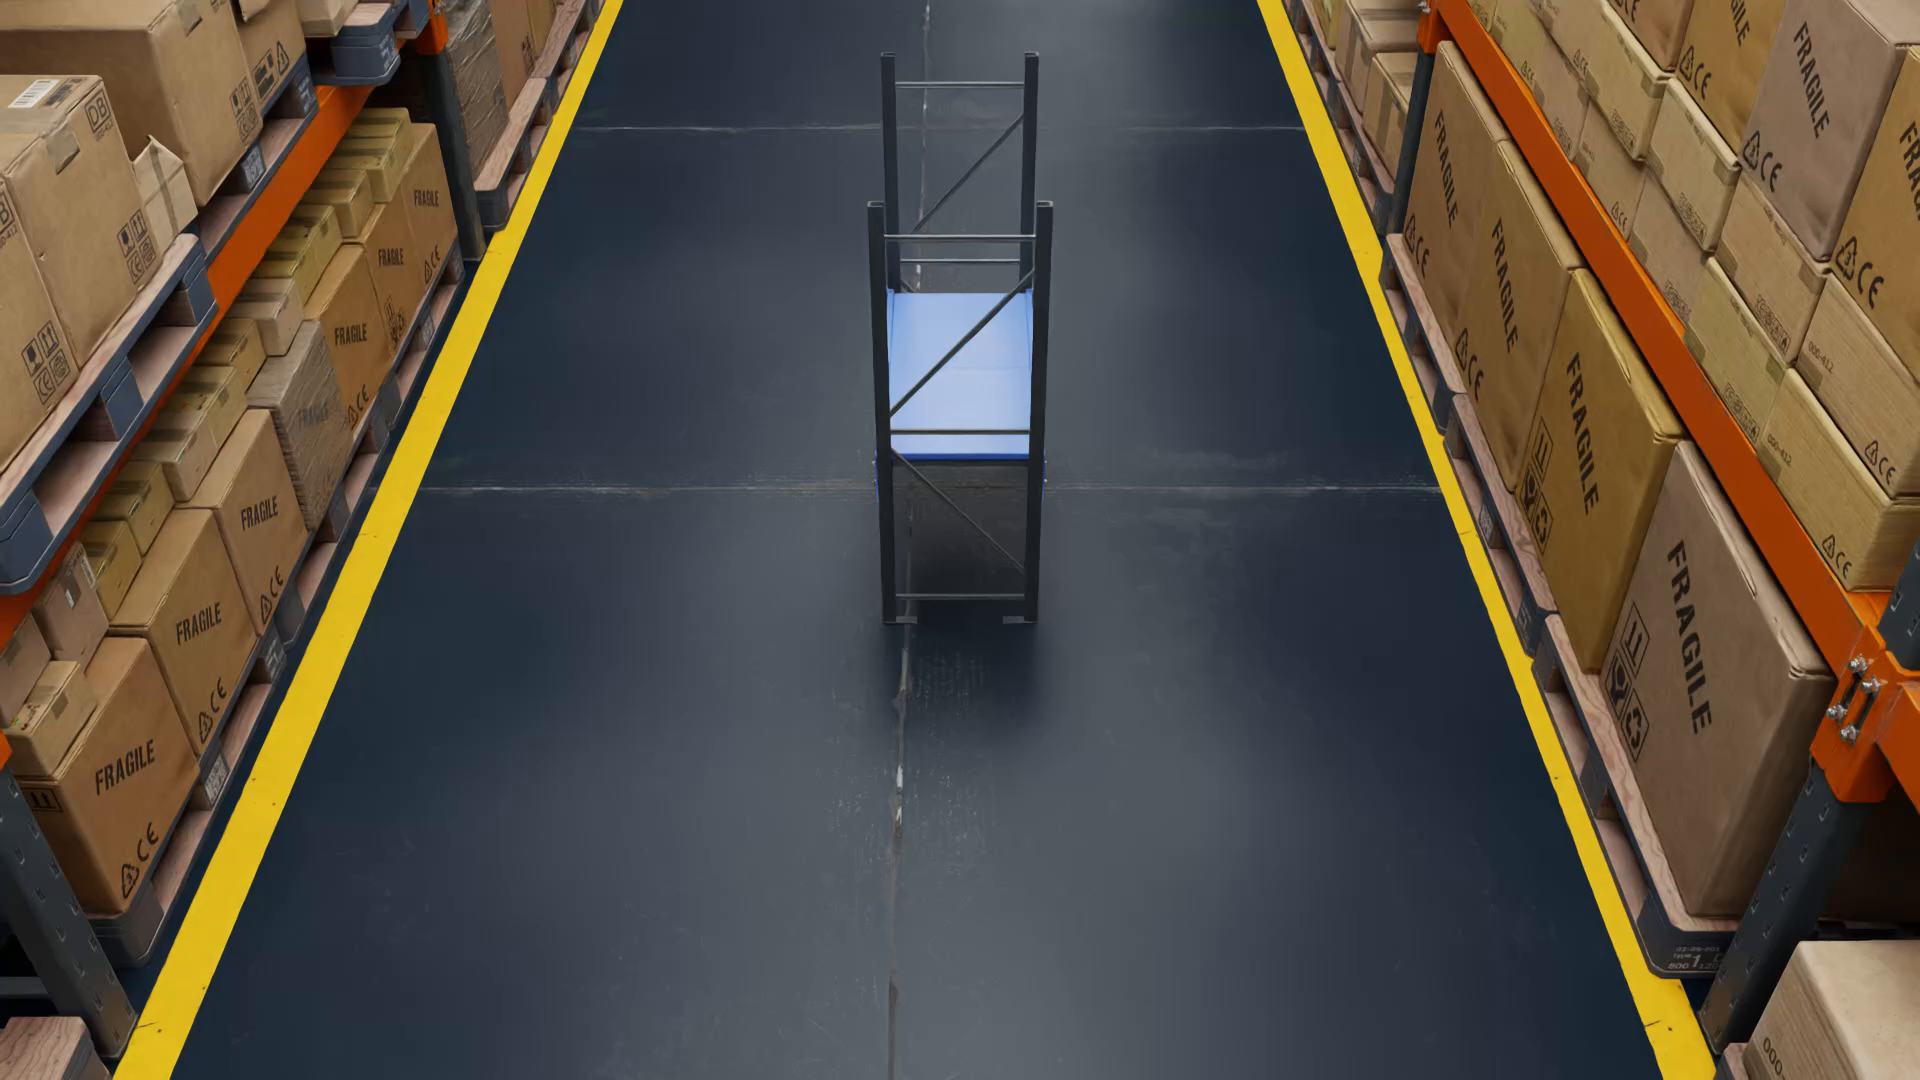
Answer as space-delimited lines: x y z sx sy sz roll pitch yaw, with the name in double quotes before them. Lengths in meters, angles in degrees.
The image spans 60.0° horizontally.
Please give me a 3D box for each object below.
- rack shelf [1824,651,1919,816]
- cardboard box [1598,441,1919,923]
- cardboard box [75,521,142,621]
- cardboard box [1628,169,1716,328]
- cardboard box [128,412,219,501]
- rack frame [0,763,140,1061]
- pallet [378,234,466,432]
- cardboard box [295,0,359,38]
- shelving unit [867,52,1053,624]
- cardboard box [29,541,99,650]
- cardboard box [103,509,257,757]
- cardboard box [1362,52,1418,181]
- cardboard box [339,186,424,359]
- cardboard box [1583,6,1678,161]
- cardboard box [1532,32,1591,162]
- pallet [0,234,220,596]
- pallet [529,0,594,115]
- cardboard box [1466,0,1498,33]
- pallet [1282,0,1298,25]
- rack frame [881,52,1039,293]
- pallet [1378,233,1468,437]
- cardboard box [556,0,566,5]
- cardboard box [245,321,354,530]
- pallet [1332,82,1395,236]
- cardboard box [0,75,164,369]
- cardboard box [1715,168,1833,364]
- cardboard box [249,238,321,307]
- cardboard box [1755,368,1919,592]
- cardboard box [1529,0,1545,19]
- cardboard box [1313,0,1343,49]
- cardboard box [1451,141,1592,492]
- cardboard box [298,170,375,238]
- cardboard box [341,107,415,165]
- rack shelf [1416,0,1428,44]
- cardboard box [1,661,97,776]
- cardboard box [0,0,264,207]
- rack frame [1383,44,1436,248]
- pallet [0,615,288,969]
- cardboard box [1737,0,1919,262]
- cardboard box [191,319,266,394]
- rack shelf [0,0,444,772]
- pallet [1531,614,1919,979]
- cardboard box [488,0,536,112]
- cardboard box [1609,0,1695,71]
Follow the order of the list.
"rack shelf" 2.379 1.611 1.916 1.077 0.370 4.000 0 39 0
"cardboard box" 2.296 0.357 4.269 0.875 0.875 0.875 1 39 1
"cardboard box" -2.411 0.086 4.389 0.380 0.149 0.250 -2 39 -2
"cardboard box" 2.143 -0.776 4.440 0.500 0.250 0.500 -1 39 -1
"cardboard box" -2.388 -0.242 4.797 0.380 0.149 0.250 0 39 0
"rack frame" -2.587 0.086 3.244 1.000 3.000 0.127 0 39 0
"pallet" -2.629 -0.861 6.655 1.003 0.211 1.213 0 39 0
"cardboard box" -2.267 -1.862 5.458 0.500 0.250 0.500 -2 39 -2
"shelving unit" 0.000 -0.639 5.348 0.538 1.500 1.048 0 39 0
"cardboard box" -2.370 0.141 4.082 0.380 0.149 0.250 -2 39 -2
"cardboard box" -2.373 0.262 4.688 0.500 0.500 0.500 -1 39 -1
"cardboard box" 2.381 -1.913 7.505 0.950 0.372 0.625 -2 39 -3
"cardboard box" -2.386 -1.027 6.296 0.500 0.500 0.500 -1 39 -1
"cardboard box" 2.101 -1.289 4.680 0.500 0.250 0.500 1 39 1
"cardboard box" 2.134 -1.408 5.228 0.500 0.250 0.500 1 39 1
"pallet" -2.479 -0.339 3.928 1.003 0.211 1.213 0 39 0
"pallet" -2.552 -2.603 8.830 1.003 0.211 1.213 0 39 0
"cardboard box" 2.121 -2.057 6.038 0.500 0.250 0.500 -1 39 -1
"pallet" 2.370 -3.348 9.759 1.003 0.211 1.213 0 39 0
"rack frame" -0.001 -0.956 5.744 0.500 1.500 0.032 0 39 0
"pallet" 2.297 -0.840 6.630 1.003 0.211 1.213 0 39 0
"cardboard box" -2.591 -3.343 9.086 0.875 0.625 0.625 0 39 0
"cardboard box" -2.364 -0.375 5.482 0.500 0.500 0.500 -1 39 -2
"pallet" 2.372 -1.822 7.855 1.003 0.211 1.213 0 39 0
"cardboard box" -2.365 -0.744 3.864 0.700 0.500 0.500 0 39 0
"cardboard box" 2.125 -0.645 3.876 0.500 0.250 0.500 1 39 1
"cardboard box" -2.395 -0.892 5.609 0.380 0.149 0.250 -1 39 -1
"cardboard box" 2.124 -0.142 3.649 0.500 0.250 0.500 -1 39 -1
"cardboard box" 2.125 -1.918 5.465 0.500 0.250 0.500 1 39 1
"cardboard box" 2.377 -2.849 8.672 0.950 0.372 0.625 1 39 1
"cardboard box" 2.286 -0.767 5.671 0.875 0.875 0.875 0 39 1
"cardboard box" -2.350 -1.213 6.010 0.380 0.149 0.250 -1 39 -2
"cardboard box" -2.338 -1.549 6.428 0.380 0.149 0.250 -2 39 -2
"rack shelf" 2.370 -3.392 8.159 1.077 0.370 4.000 0 39 0
"cardboard box" -2.321 0.420 3.972 0.380 0.149 0.250 2 39 2
"cardboard box" -2.366 -1.235 4.476 0.700 0.500 0.500 0 39 0
"rack frame" 2.372 -2.422 6.373 1.000 3.000 0.127 0 39 0
"pallet" -2.626 0.665 4.751 1.003 0.211 1.213 0 39 0
"cardboard box" 2.117 -0.952 3.660 0.500 0.500 0.500 1 39 1
"cardboard box" -2.415 -0.566 5.202 0.380 0.149 0.250 0 39 0
"rack shelf" -2.589 -0.884 5.030 1.077 0.370 4.000 0 39 0
"pallet" 2.300 0.685 4.726 1.003 0.211 1.213 0 39 0
"cardboard box" -2.587 -2.452 7.974 0.875 0.625 0.625 1 39 1
"cardboard box" 2.120 -1.593 4.460 0.500 0.500 0.500 1 39 1
